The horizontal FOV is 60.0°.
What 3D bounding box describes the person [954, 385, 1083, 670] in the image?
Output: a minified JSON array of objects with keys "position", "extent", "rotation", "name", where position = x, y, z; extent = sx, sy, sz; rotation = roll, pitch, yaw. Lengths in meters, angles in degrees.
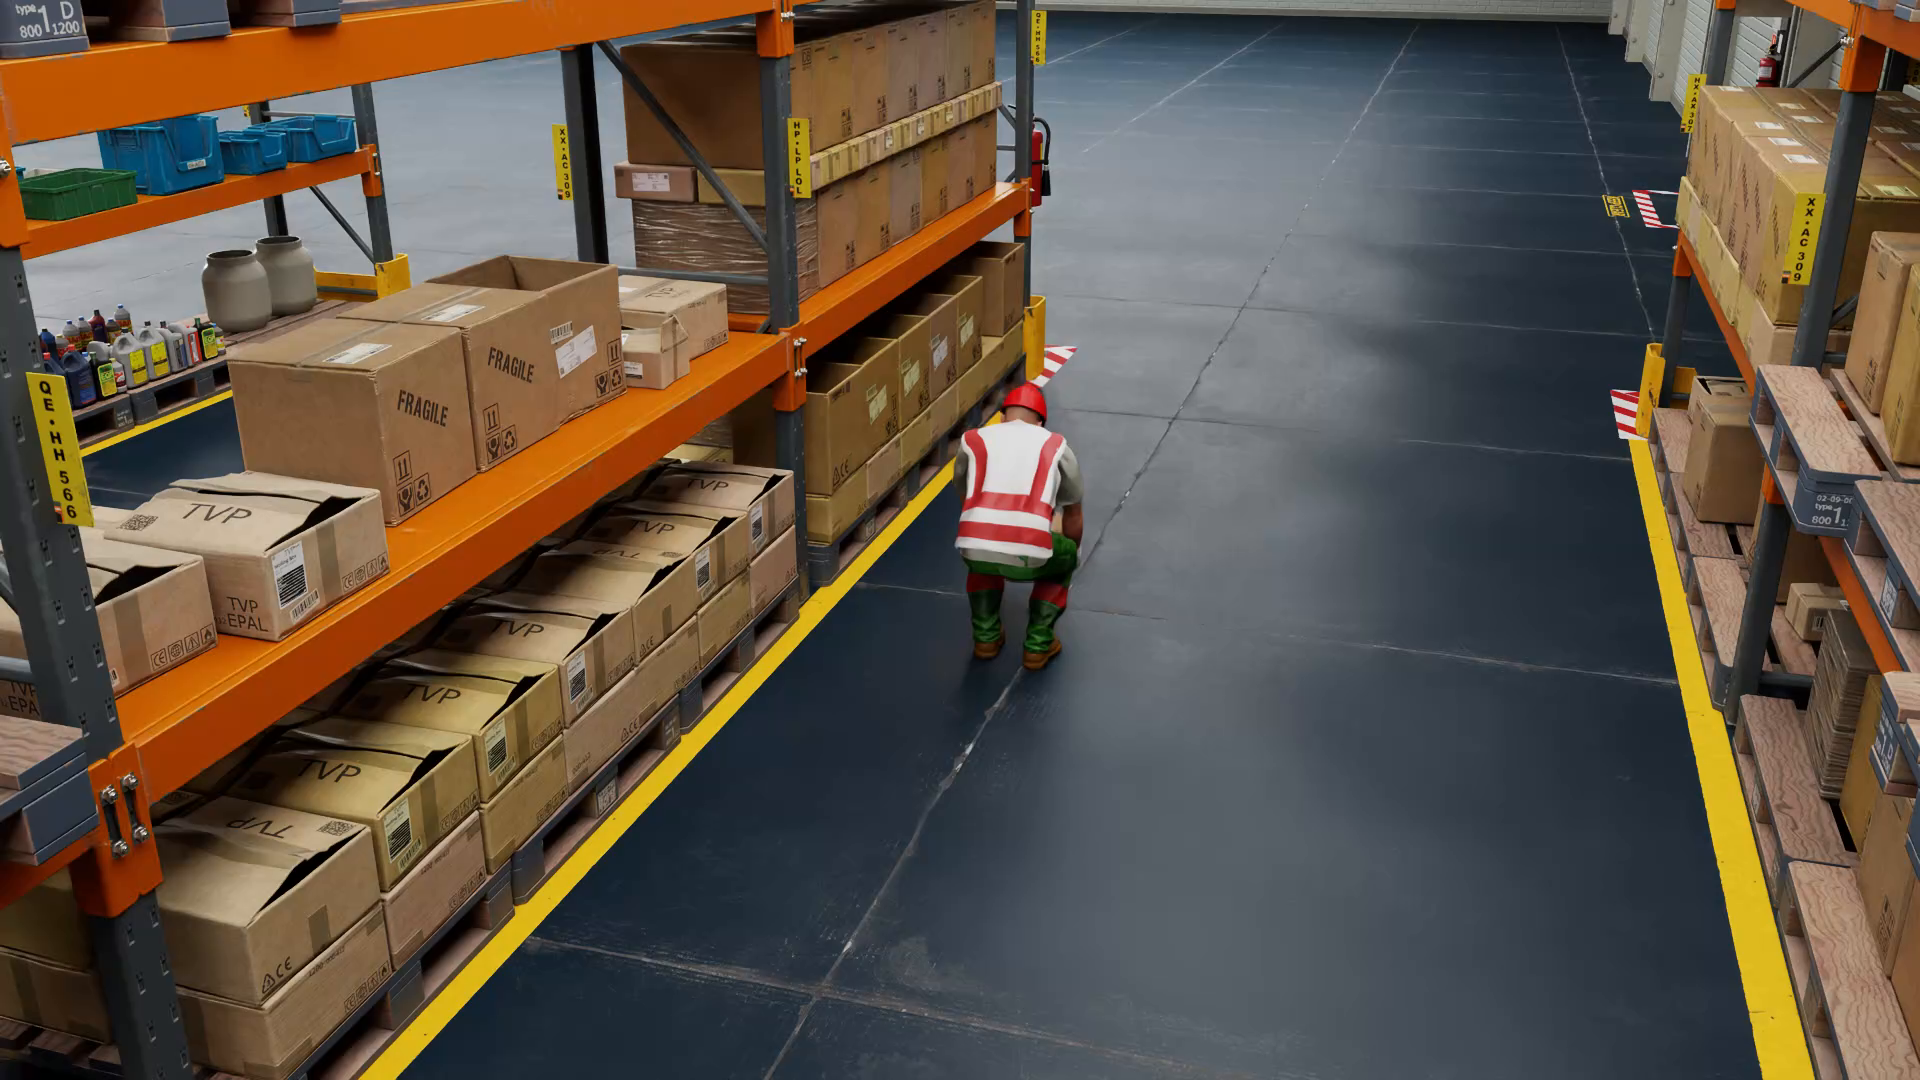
[{"position":[0.219,-0.050,7.124],"extent":[0.580,1.093,0.858],"rotation":[6,23,16],"name":"person"}]
